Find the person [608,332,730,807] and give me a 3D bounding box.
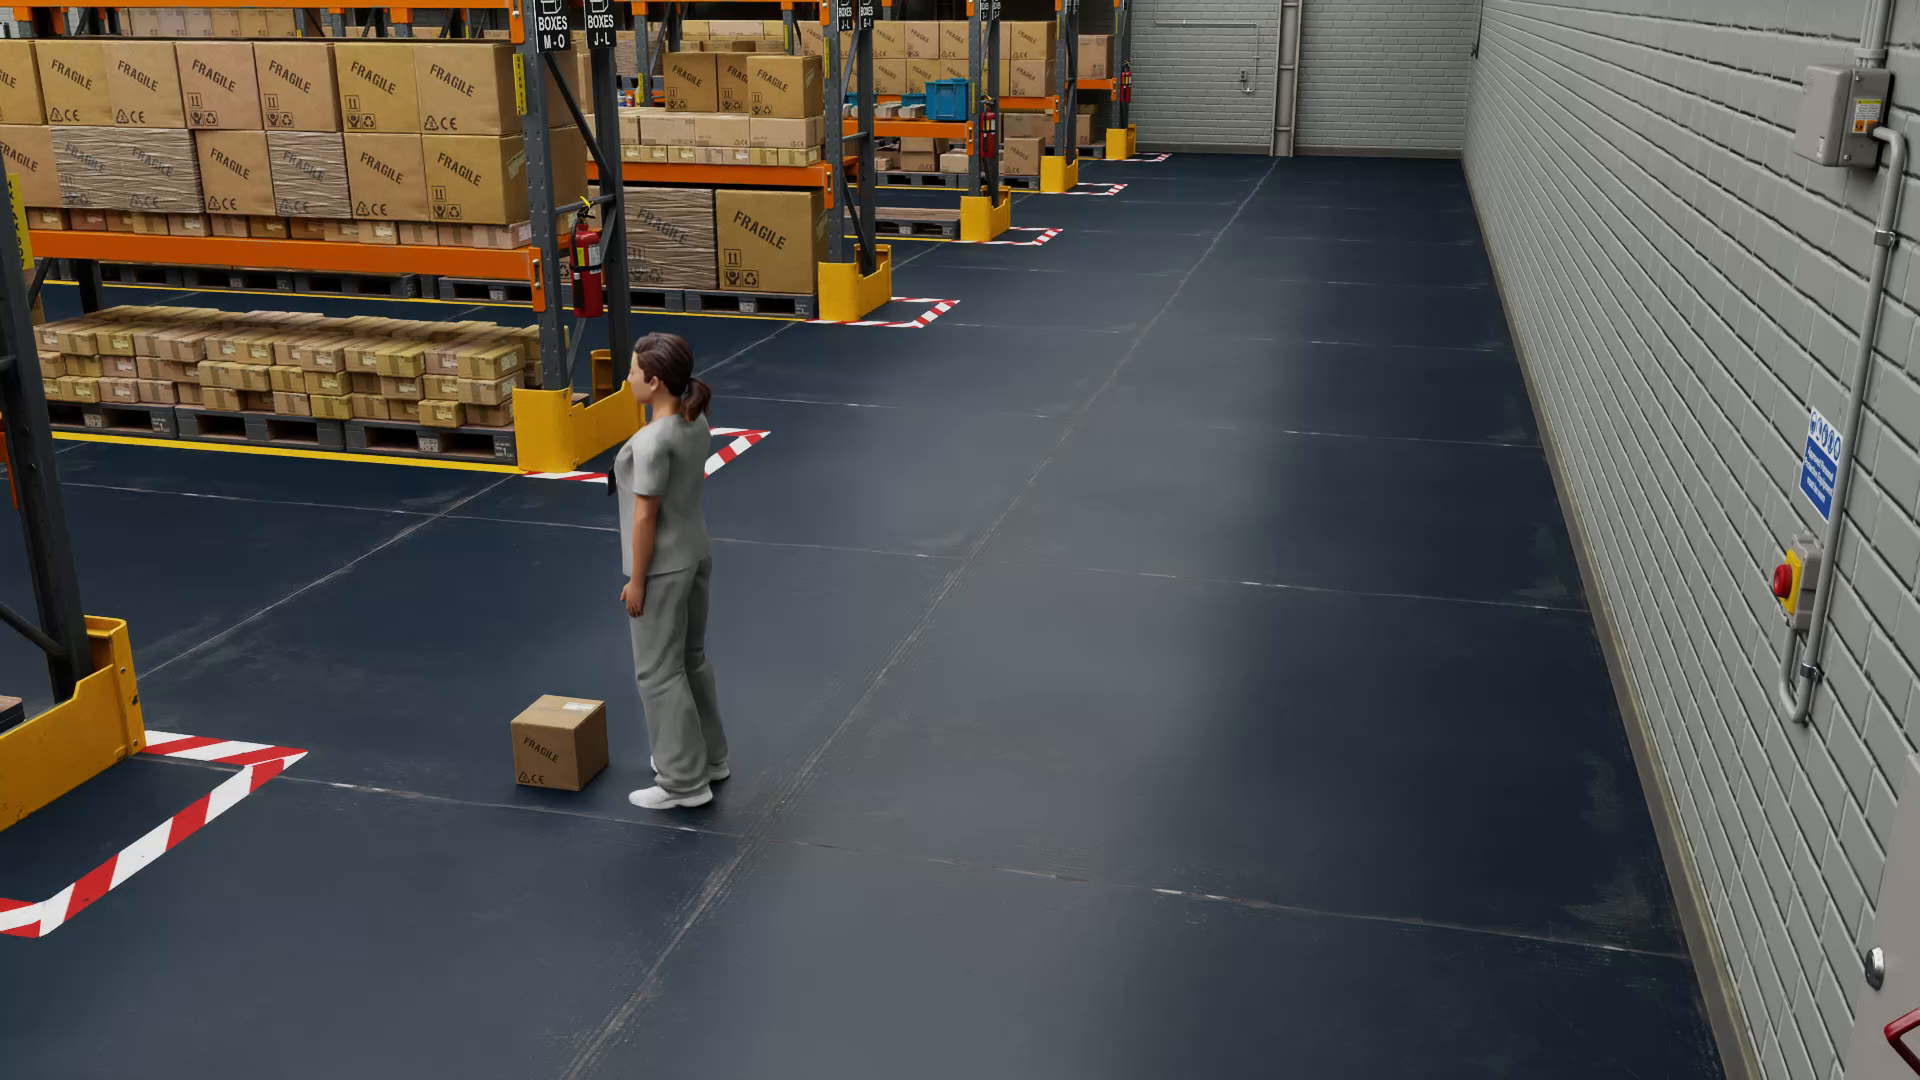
[{"bbox_3d":[-1.000,0.119,5.747,0.364,1.689,0.438,5,19,15],"label":"person"}]
